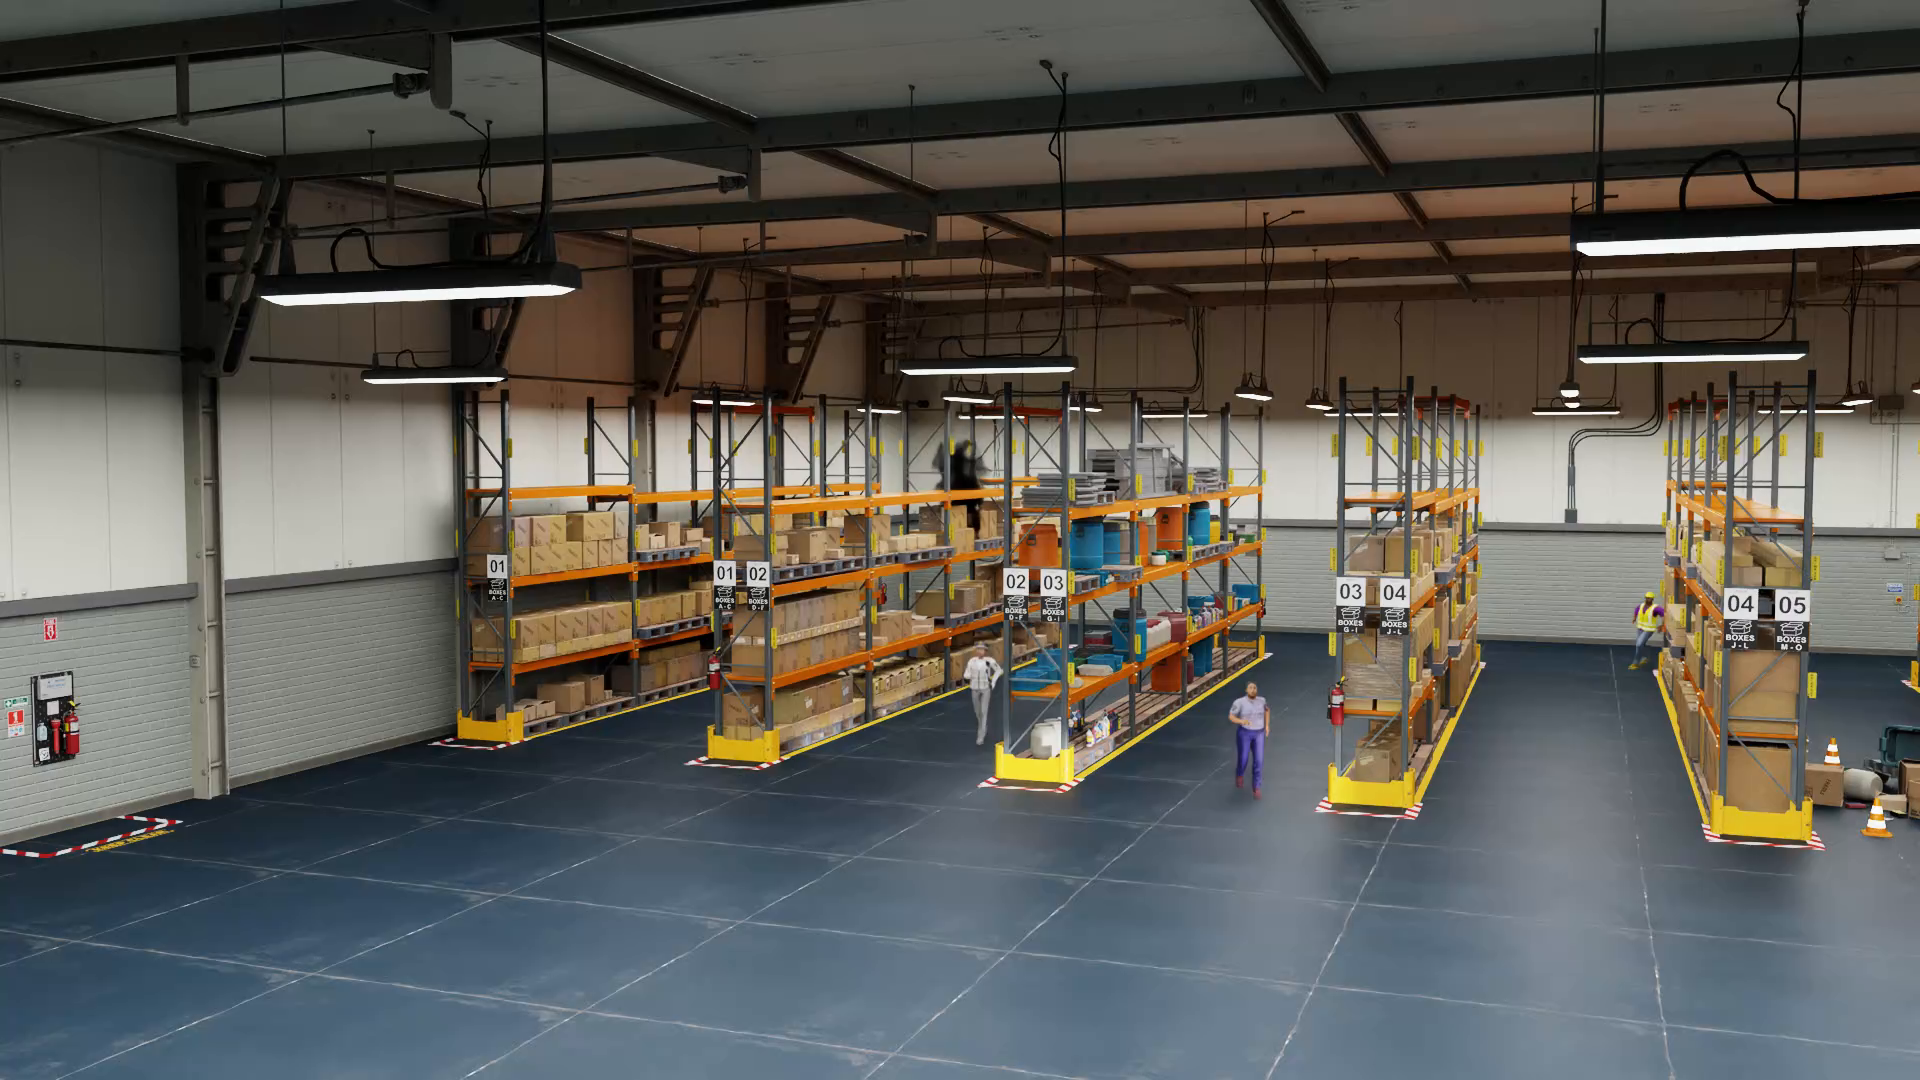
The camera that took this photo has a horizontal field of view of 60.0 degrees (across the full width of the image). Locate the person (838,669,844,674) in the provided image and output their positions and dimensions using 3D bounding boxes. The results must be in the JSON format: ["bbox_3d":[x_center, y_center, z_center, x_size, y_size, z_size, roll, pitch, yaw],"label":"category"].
[{"bbox_3d":[-2.699,2.183,35.367,0.675,1.845,0.793,1,3,24],"label":"person"}]

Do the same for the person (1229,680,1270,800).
[{"bbox_3d":[4.189,2.848,24.021,0.647,1.657,0.872,0,3,-5],"label":"person"}]

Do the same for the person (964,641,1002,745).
[{"bbox_3d":[0.363,2.571,28.335,0.605,1.713,0.854,1,3,16],"label":"person"}]

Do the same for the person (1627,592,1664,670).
[{"bbox_3d":[15.537,2.057,37.670,0.834,1.786,0.760,-2,4,-27],"label":"person"}]
